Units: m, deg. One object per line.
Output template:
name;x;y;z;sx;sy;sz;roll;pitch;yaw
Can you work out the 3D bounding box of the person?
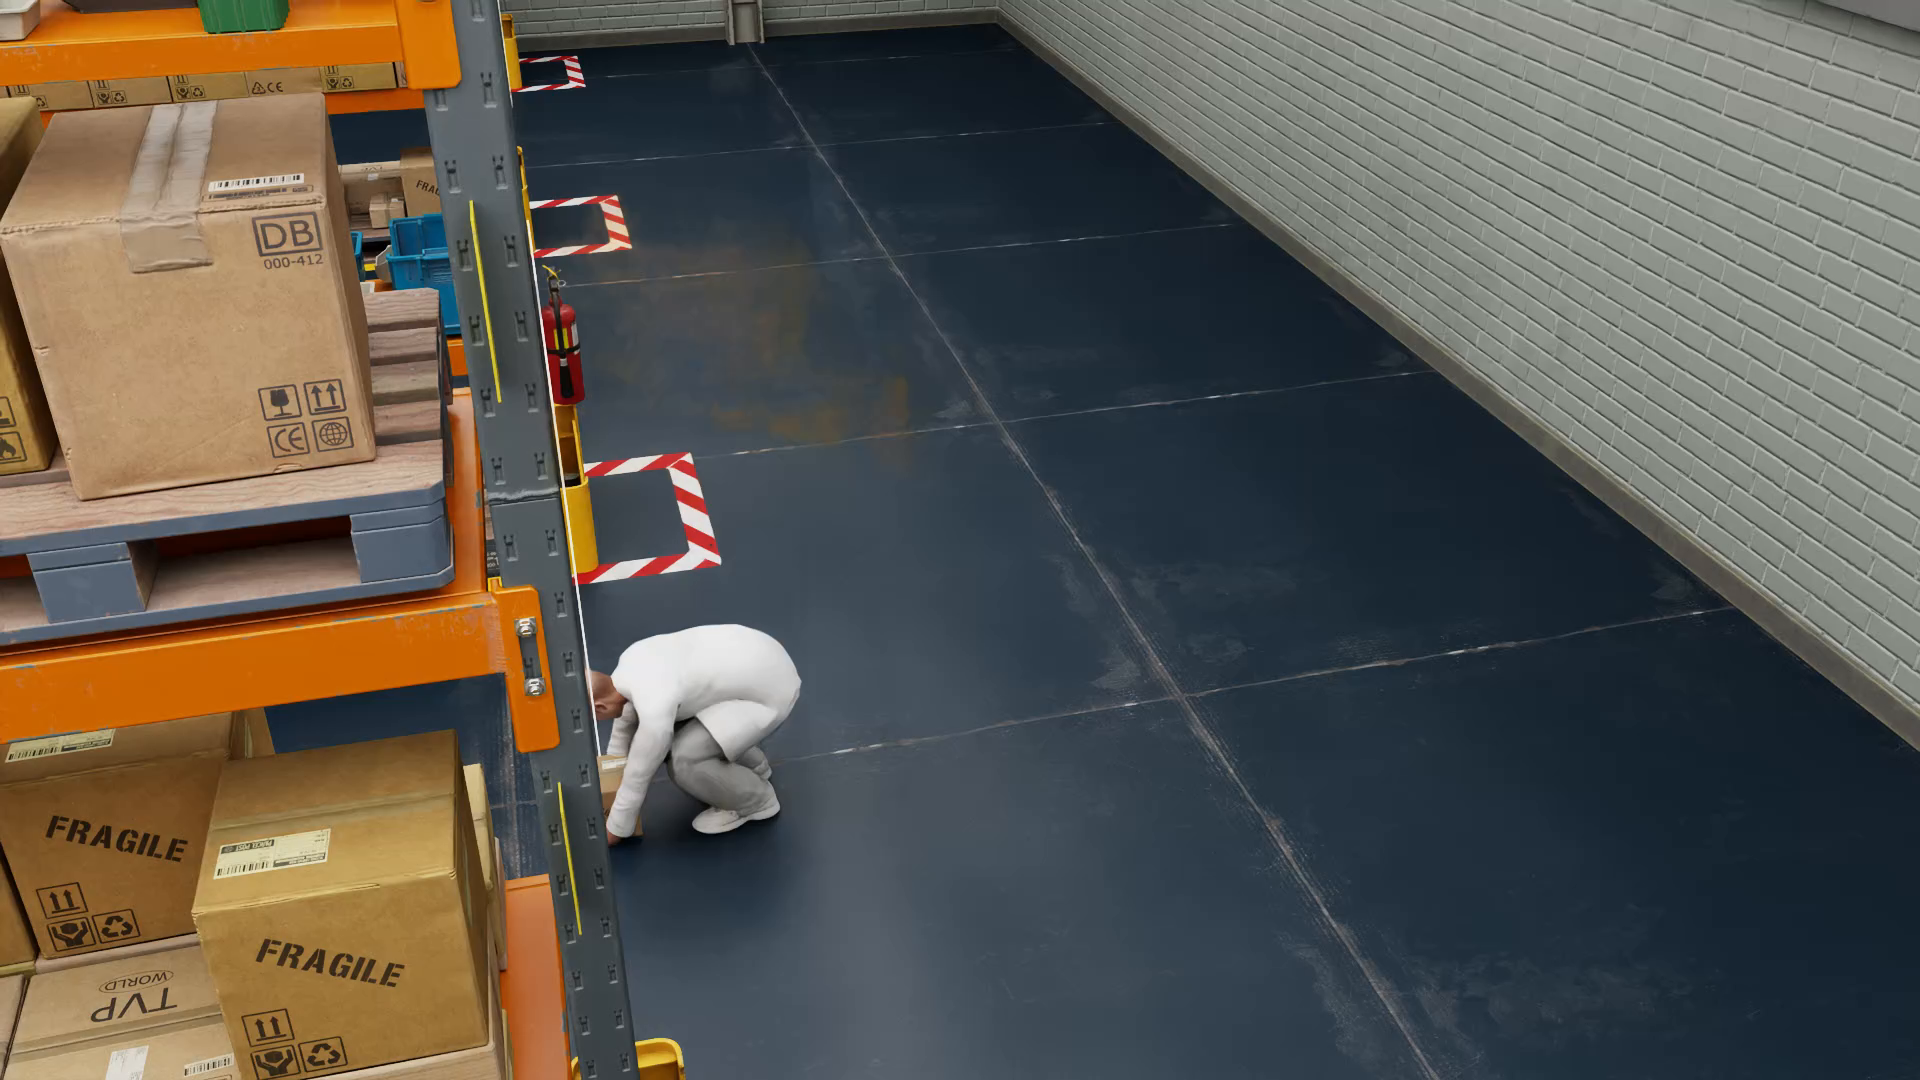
person;-1.112;0.778;6.781;0.950;0.830;0.582;-9;31;-15
